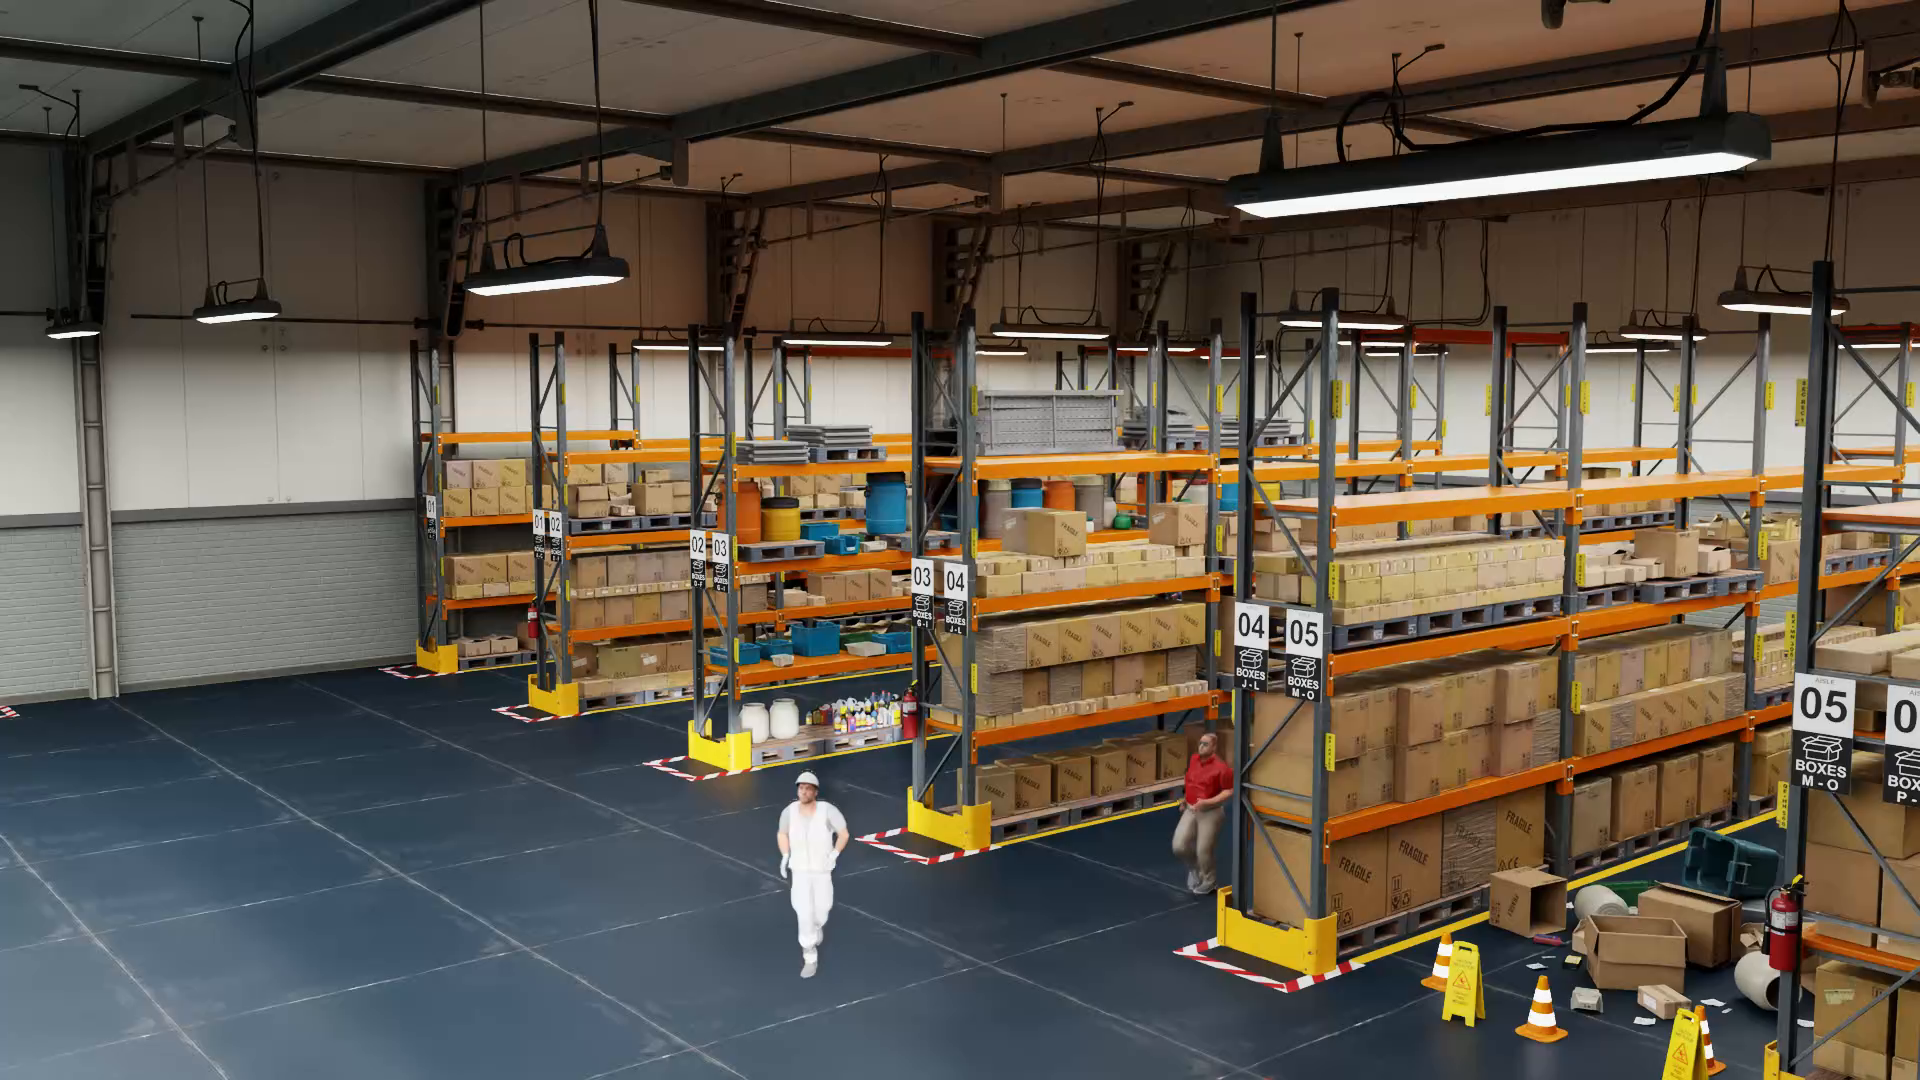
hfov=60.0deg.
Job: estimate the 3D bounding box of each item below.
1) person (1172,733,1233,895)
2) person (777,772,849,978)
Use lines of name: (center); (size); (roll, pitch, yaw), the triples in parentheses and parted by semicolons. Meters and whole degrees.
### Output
person: (2.445, 2.775, 16.803); (0.610, 1.677, 0.638); (-5, 7, -45)
person: (-1.315, 2.930, 14.799); (0.650, 1.768, 0.722); (0, 5, 3)
